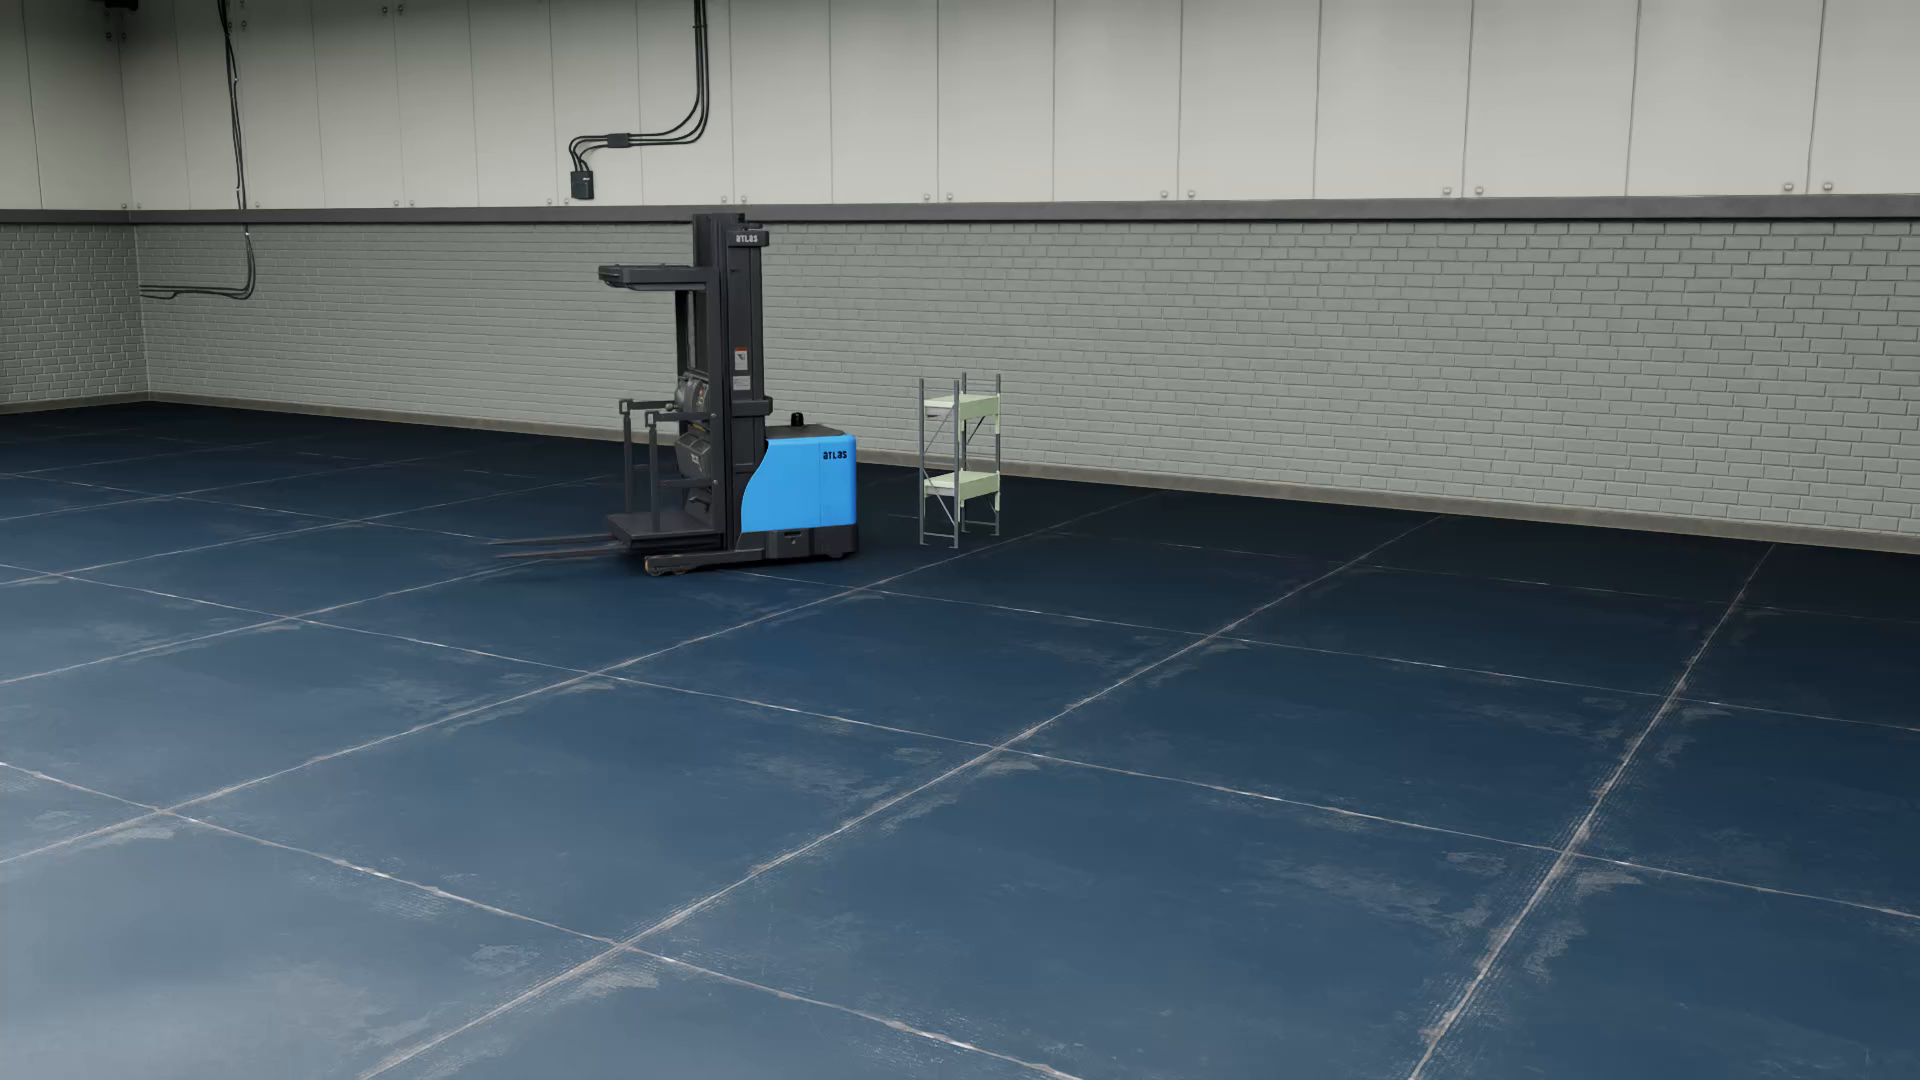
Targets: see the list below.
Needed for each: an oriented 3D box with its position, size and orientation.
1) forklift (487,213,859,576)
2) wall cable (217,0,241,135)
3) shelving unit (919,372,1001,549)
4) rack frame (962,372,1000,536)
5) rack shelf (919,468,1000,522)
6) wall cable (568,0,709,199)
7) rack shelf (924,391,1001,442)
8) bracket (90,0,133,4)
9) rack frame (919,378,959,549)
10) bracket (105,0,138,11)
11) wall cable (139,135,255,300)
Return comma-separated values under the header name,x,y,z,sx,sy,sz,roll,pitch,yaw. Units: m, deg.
name,x,y,z,sx,sy,sz,roll,pitch,yaw
forklift,-2.441,-1.252,13.974,3.031,2.935,1.130,-5,12,-23
wall cable,-9.926,-7.295,24.474,3.097,2.526,0.112,6,12,31
shelving unit,0.003,-0.738,15.118,0.431,1.500,0.755,6,12,31
rack frame,0.193,-0.796,15.425,0.400,1.500,0.023,6,12,31
rack shelf,0.003,-0.418,15.178,0.431,0.370,0.720,6,12,31
wall cable,-4.132,-7.359,20.863,2.305,6.003,0.169,6,12,31
rack shelf,0.003,-1.122,15.046,0.431,0.370,0.720,6,12,31
bracket,-13.455,-8.341,25.565,0.076,0.066,3.189,6,12,31
rack frame,-0.187,-0.681,14.810,0.400,1.500,0.023,6,12,31
bracket,-13.148,-8.433,26.061,0.235,0.232,0.430,6,12,31
wall cable,-12.238,-5.071,26.320,3.097,2.526,0.112,6,12,31
